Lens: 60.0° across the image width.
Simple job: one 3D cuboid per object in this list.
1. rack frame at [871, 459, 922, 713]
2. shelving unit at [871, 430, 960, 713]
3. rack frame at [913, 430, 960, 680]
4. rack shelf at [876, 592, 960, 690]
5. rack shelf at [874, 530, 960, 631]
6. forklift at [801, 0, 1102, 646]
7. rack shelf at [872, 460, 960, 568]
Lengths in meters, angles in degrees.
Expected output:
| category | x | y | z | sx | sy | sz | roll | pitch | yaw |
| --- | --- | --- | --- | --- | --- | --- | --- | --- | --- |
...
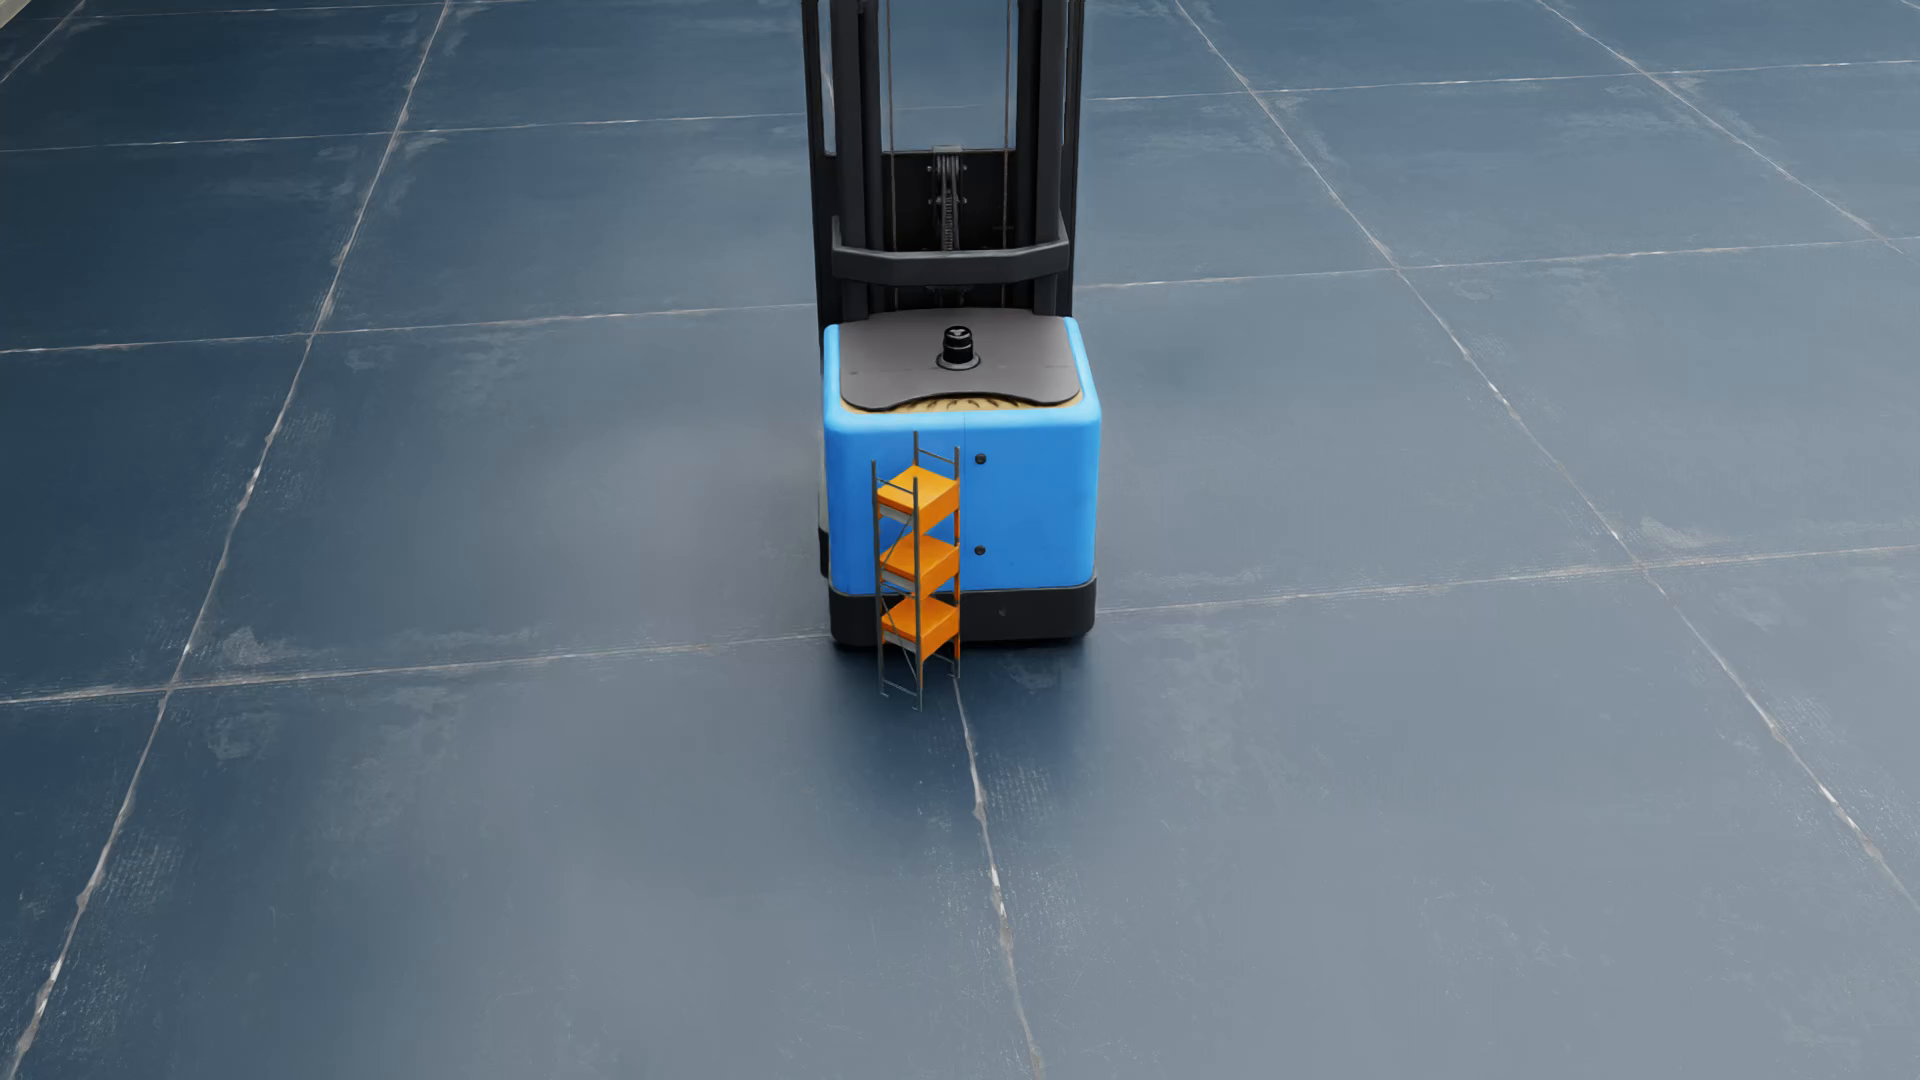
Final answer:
| category | x | y | z | sx | sy | sz | roll | pitch | yaw |
| --- | --- | --- | --- | --- | --- | --- | --- | --- | --- |
| rack frame | -0.227 | 0.186 | 6.044 | 0.200 | 1.050 | 0.008 | 22 | 40 | 29 |
| shelving unit | -0.156 | 0.131 | 6.126 | 0.215 | 1.050 | 0.252 | 22 | 40 | 29 |
| rack frame | -0.084 | 0.075 | 6.208 | 0.200 | 1.050 | 0.008 | 22 | 40 | 29 |
| rack shelf | -0.156 | 0.369 | 6.289 | 0.215 | 0.259 | 0.240 | 22 | 40 | 29 |
| rack shelf | -0.156 | 0.139 | 6.132 | 0.215 | 0.259 | 0.240 | 22 | 40 | 29 |
| forklift | -0.083 | -1.603 | 6.999 | 1.130 | 2.935 | 3.031 | -2 | 34 | -3 |
| rack shelf | -0.156 | -0.095 | 5.972 | 0.215 | 0.259 | 0.240 | 22 | 40 | 29 |
